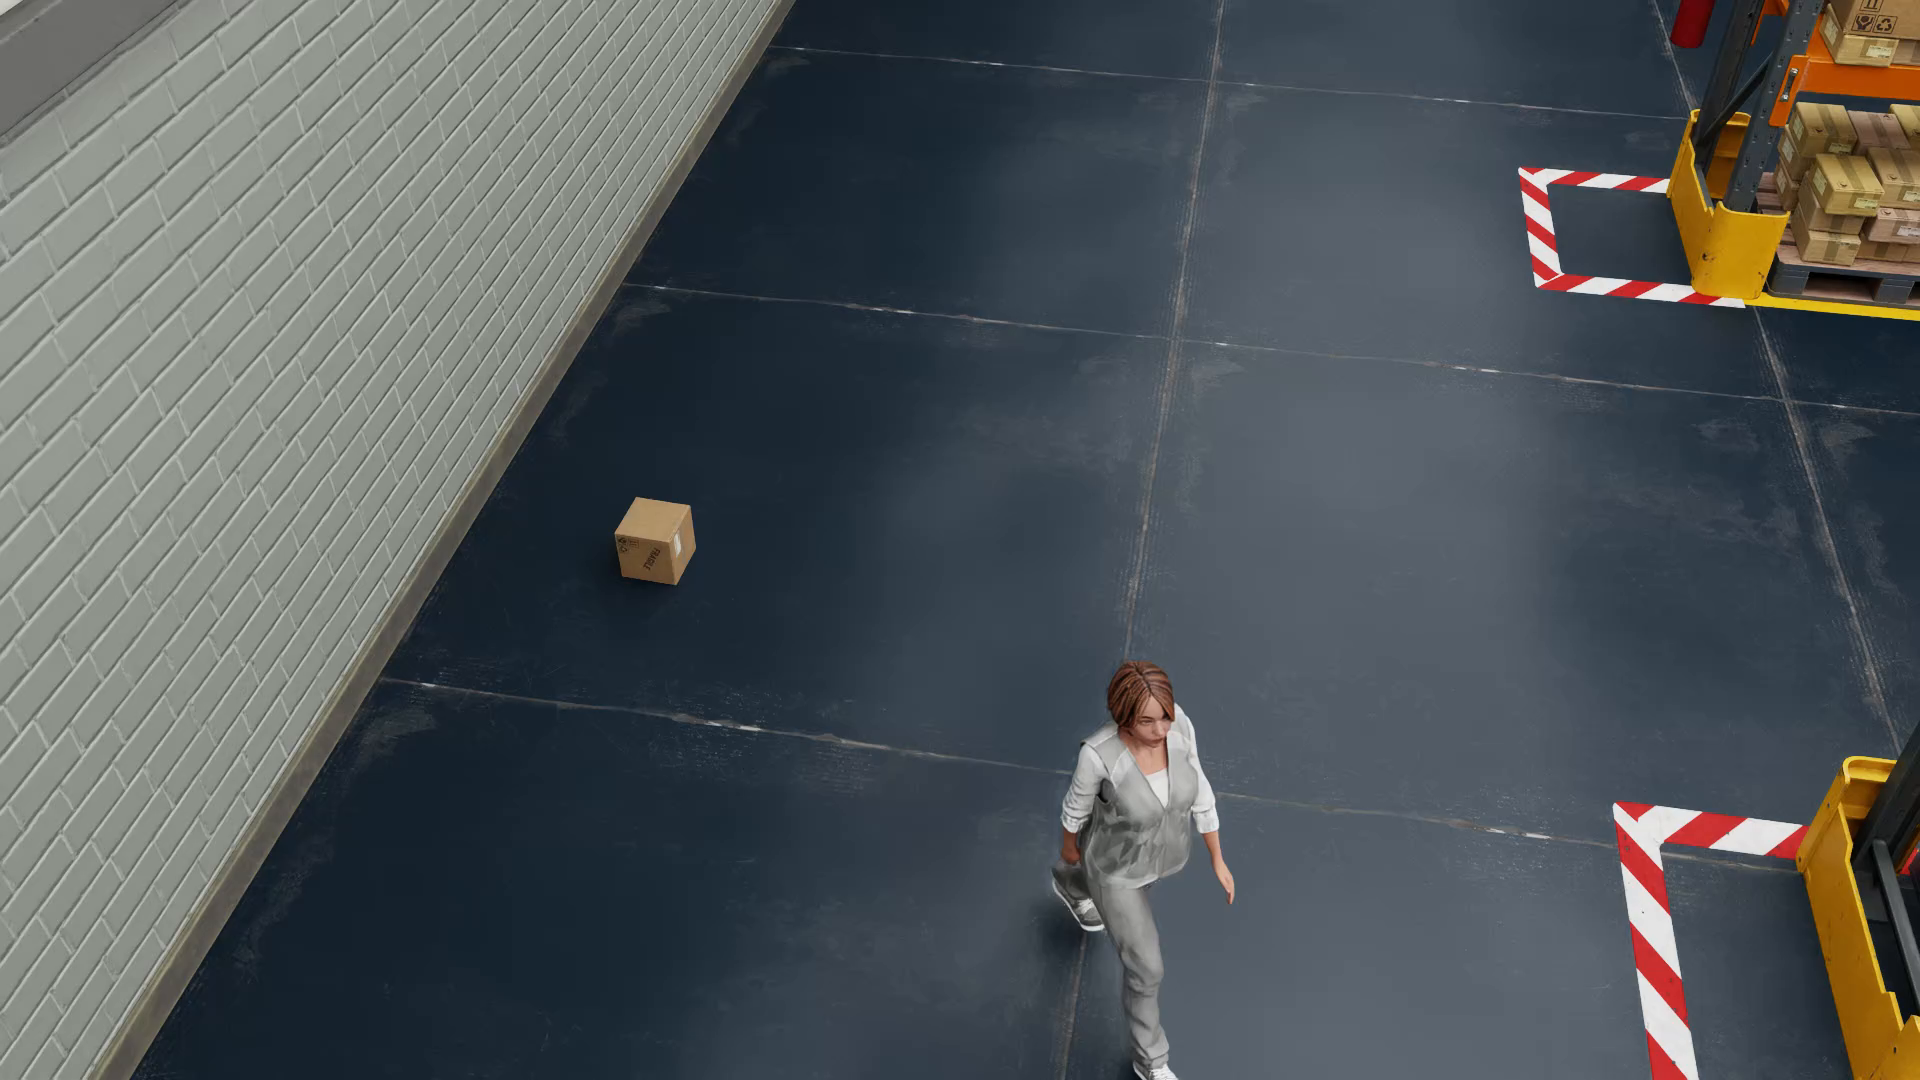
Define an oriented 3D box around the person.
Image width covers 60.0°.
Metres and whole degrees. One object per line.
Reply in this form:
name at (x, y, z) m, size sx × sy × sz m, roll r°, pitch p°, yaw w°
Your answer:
person at (0.567, 0.739, 4.838) m, size 0.414 × 0.927 × 0.465 m, roll -23°, pitch 46°, yaw -24°
